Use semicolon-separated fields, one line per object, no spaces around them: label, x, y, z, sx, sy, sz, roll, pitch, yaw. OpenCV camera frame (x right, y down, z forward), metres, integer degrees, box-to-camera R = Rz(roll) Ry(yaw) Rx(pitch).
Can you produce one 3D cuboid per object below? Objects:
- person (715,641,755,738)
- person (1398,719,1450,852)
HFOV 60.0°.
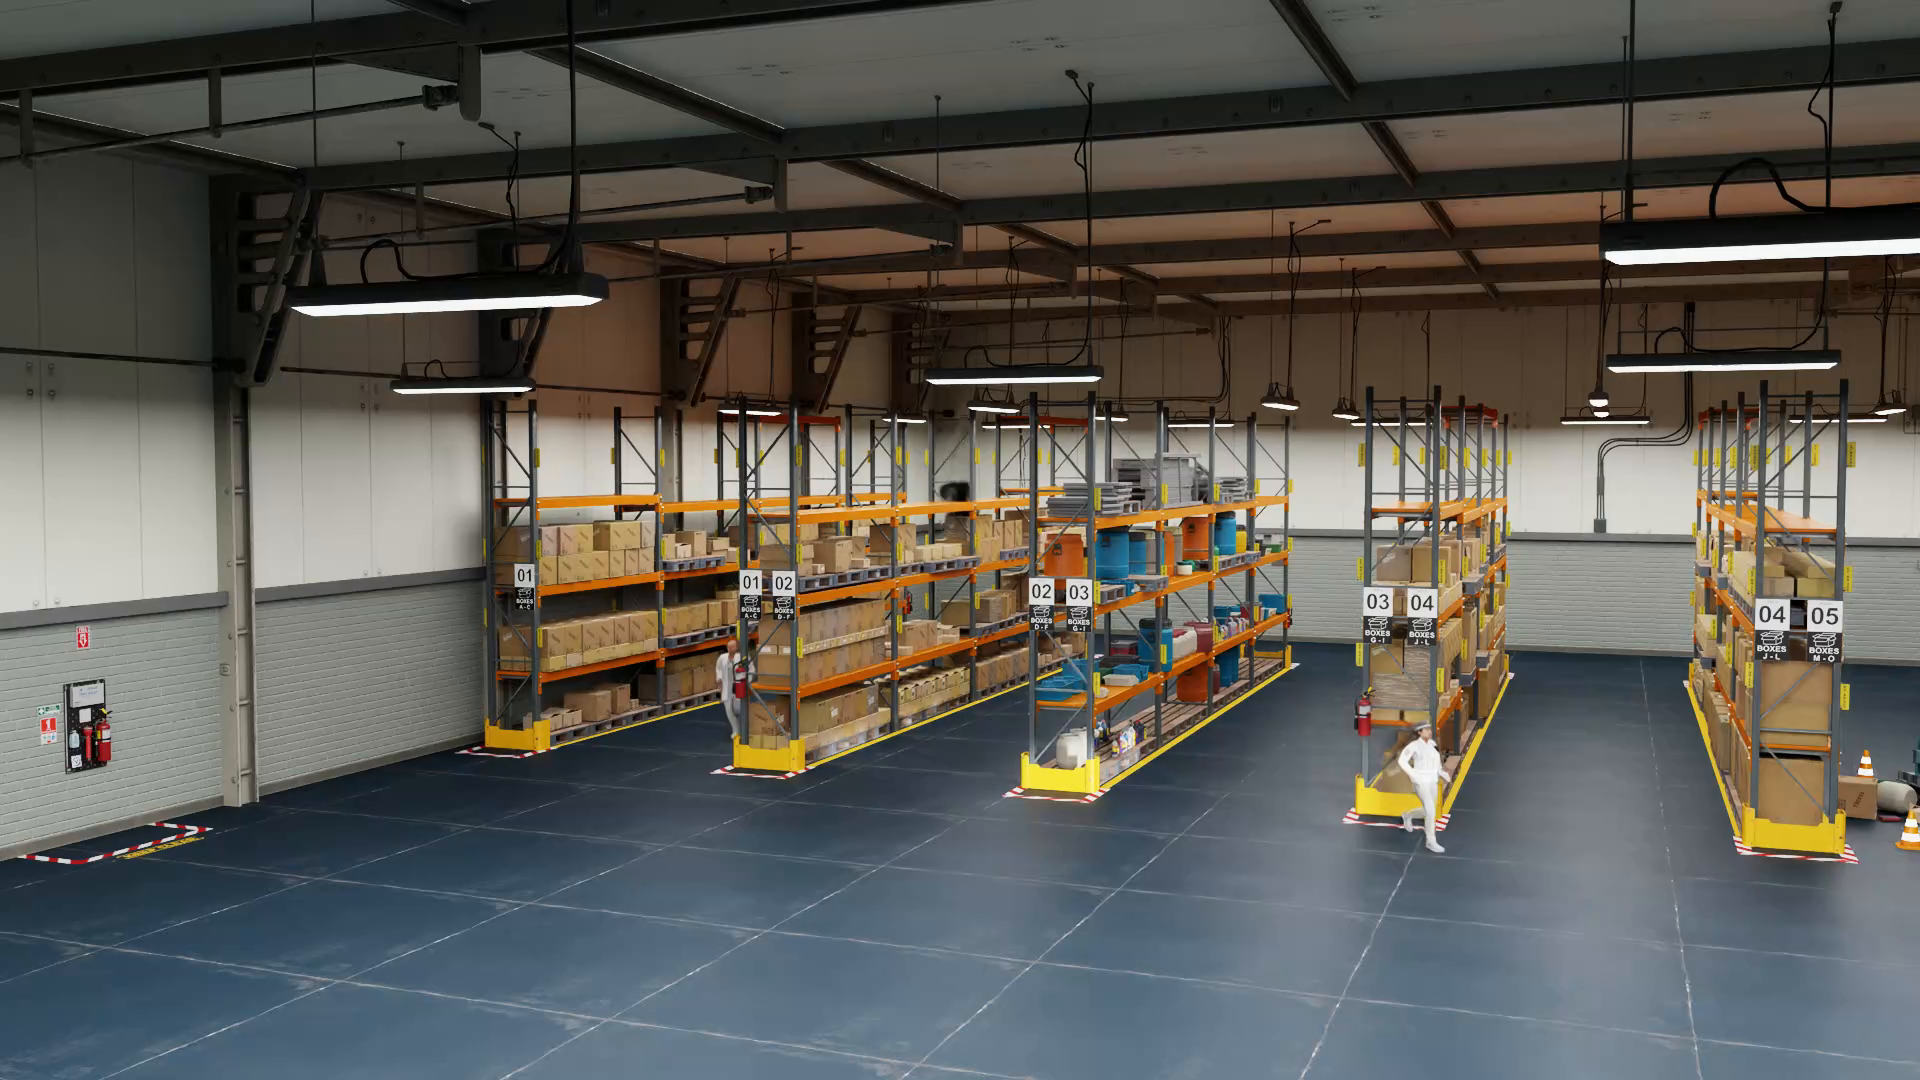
person;-4.060;2.667;29.913;0.729;1.737;0.627;1;3;12
person;5.933;3.125;21.395;0.618;1.684;0.762;-2;3;-32
